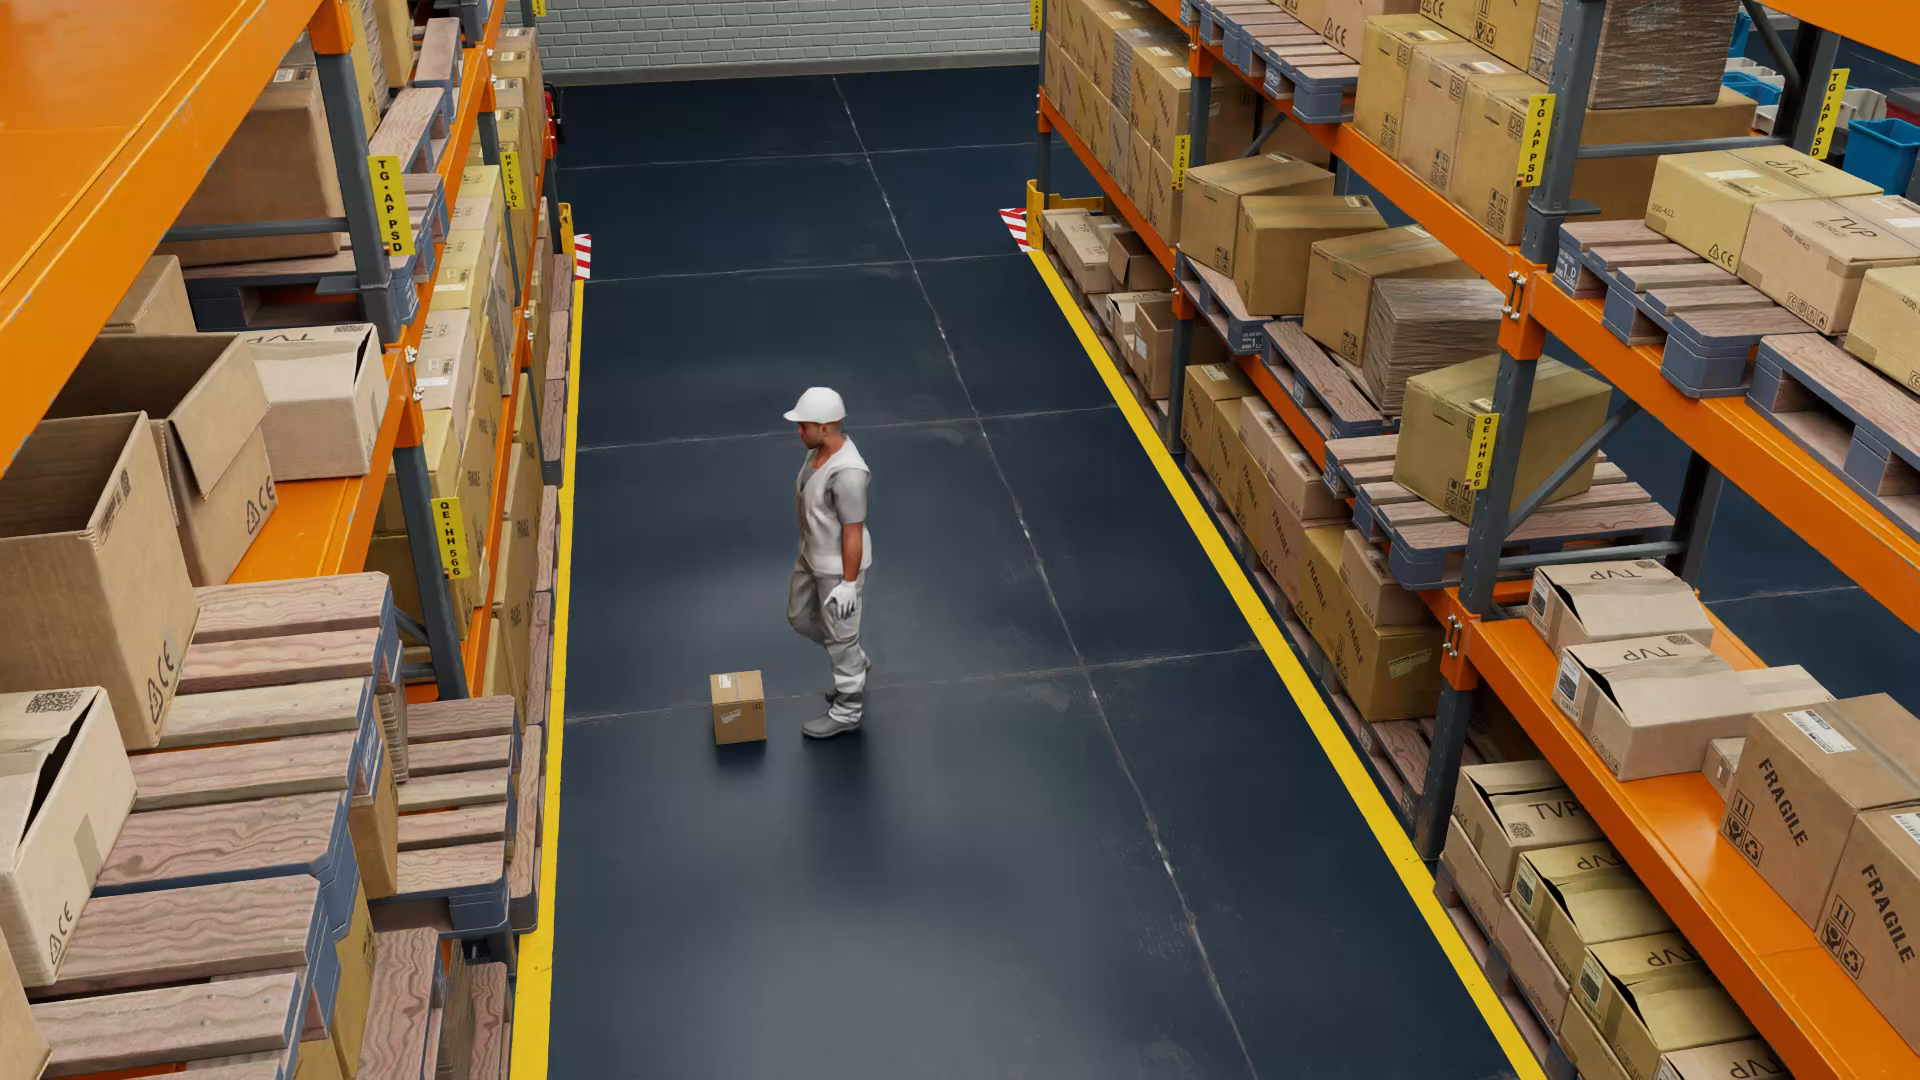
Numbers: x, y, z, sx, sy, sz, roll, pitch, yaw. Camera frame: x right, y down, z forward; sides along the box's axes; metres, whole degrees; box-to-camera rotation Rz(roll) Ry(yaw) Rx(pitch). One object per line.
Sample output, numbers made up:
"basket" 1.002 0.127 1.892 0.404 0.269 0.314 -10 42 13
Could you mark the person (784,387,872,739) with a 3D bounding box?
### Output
"person" -0.596 0.118 7.891 0.481 1.789 0.588 -13 33 -21
